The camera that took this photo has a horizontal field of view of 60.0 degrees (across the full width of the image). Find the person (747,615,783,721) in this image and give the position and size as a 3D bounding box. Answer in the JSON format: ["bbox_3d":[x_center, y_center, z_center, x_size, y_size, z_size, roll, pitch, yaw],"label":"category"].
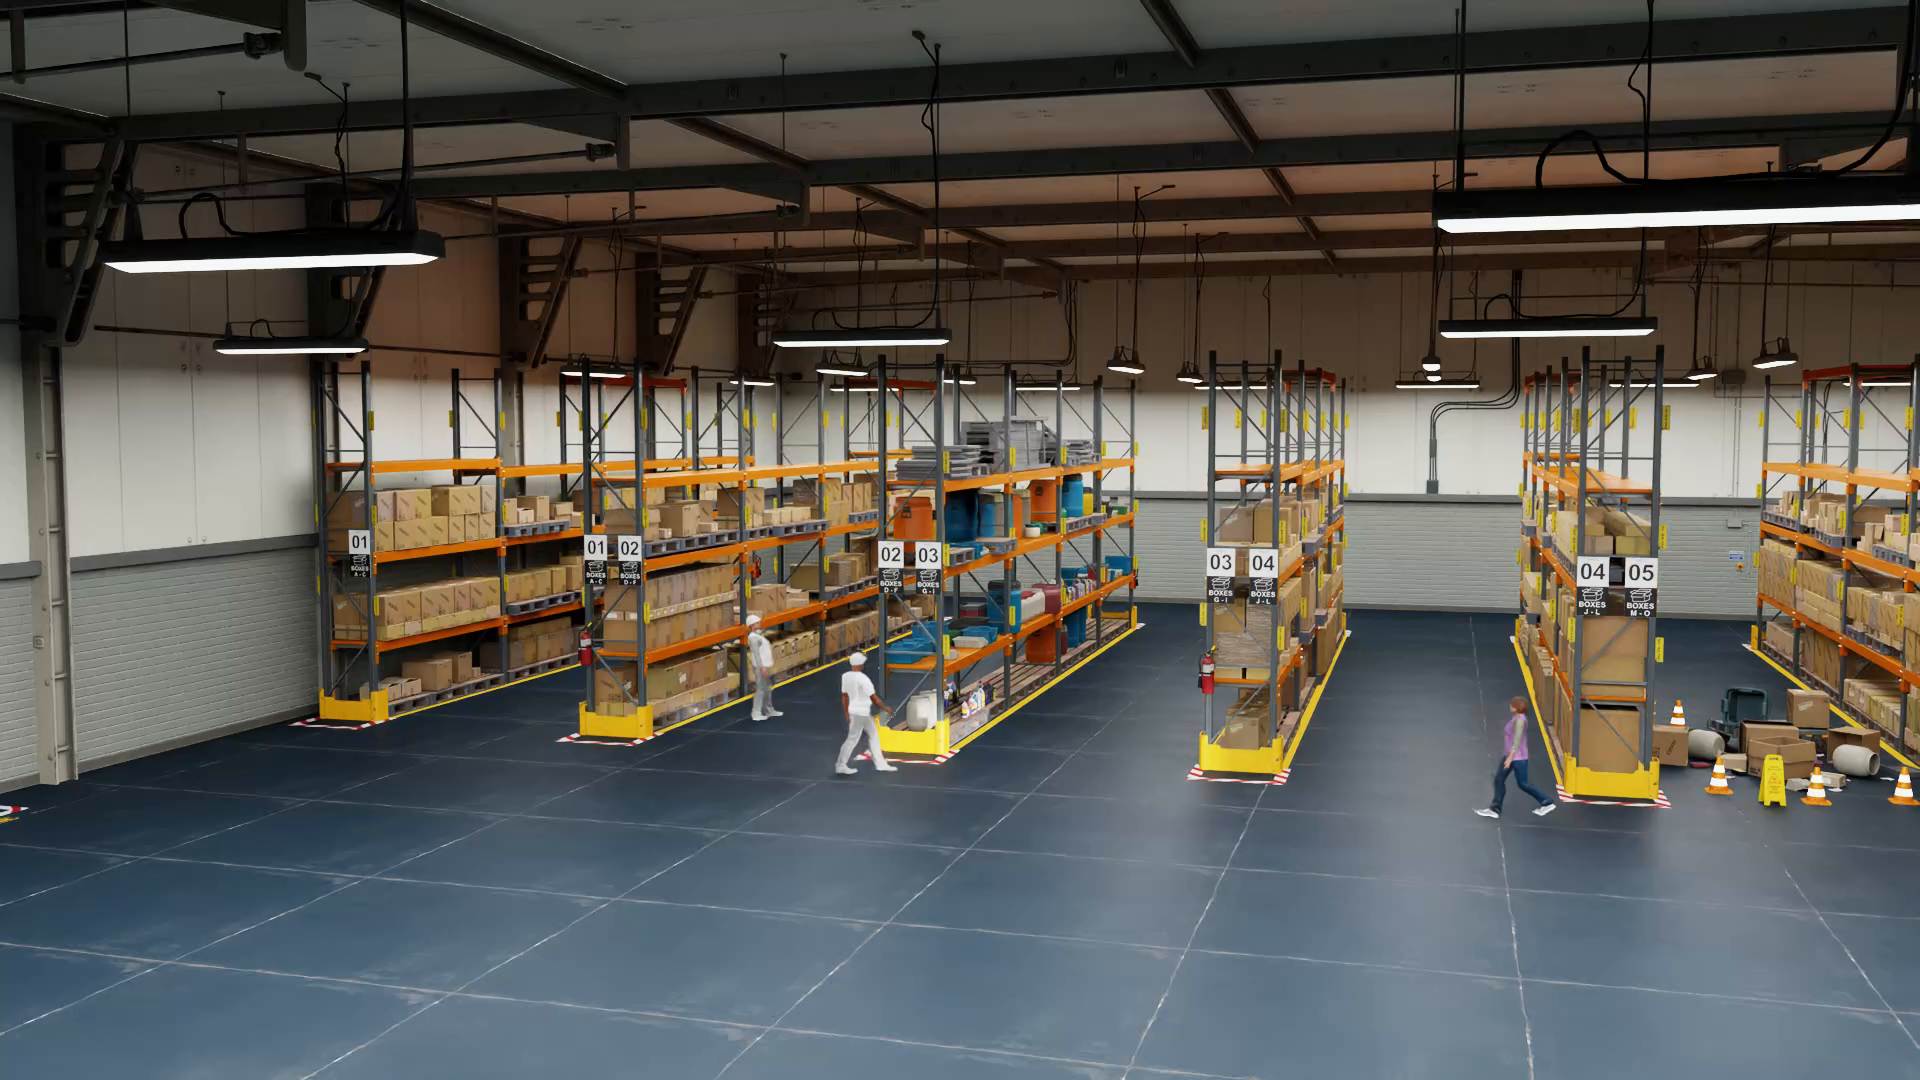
[{"bbox_3d":[-3.246,2.125,27.826,0.625,1.749,0.557,-1,4,-15],"label":"person"}]

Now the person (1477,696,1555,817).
[{"bbox_3d":[6.988,2.726,20.846,0.887,1.556,0.403,0,4,0],"label":"person"}]

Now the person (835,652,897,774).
[{"bbox_3d":[-1.332,2.438,23.446,0.876,1.731,0.530,0,4,0],"label":"person"}]
